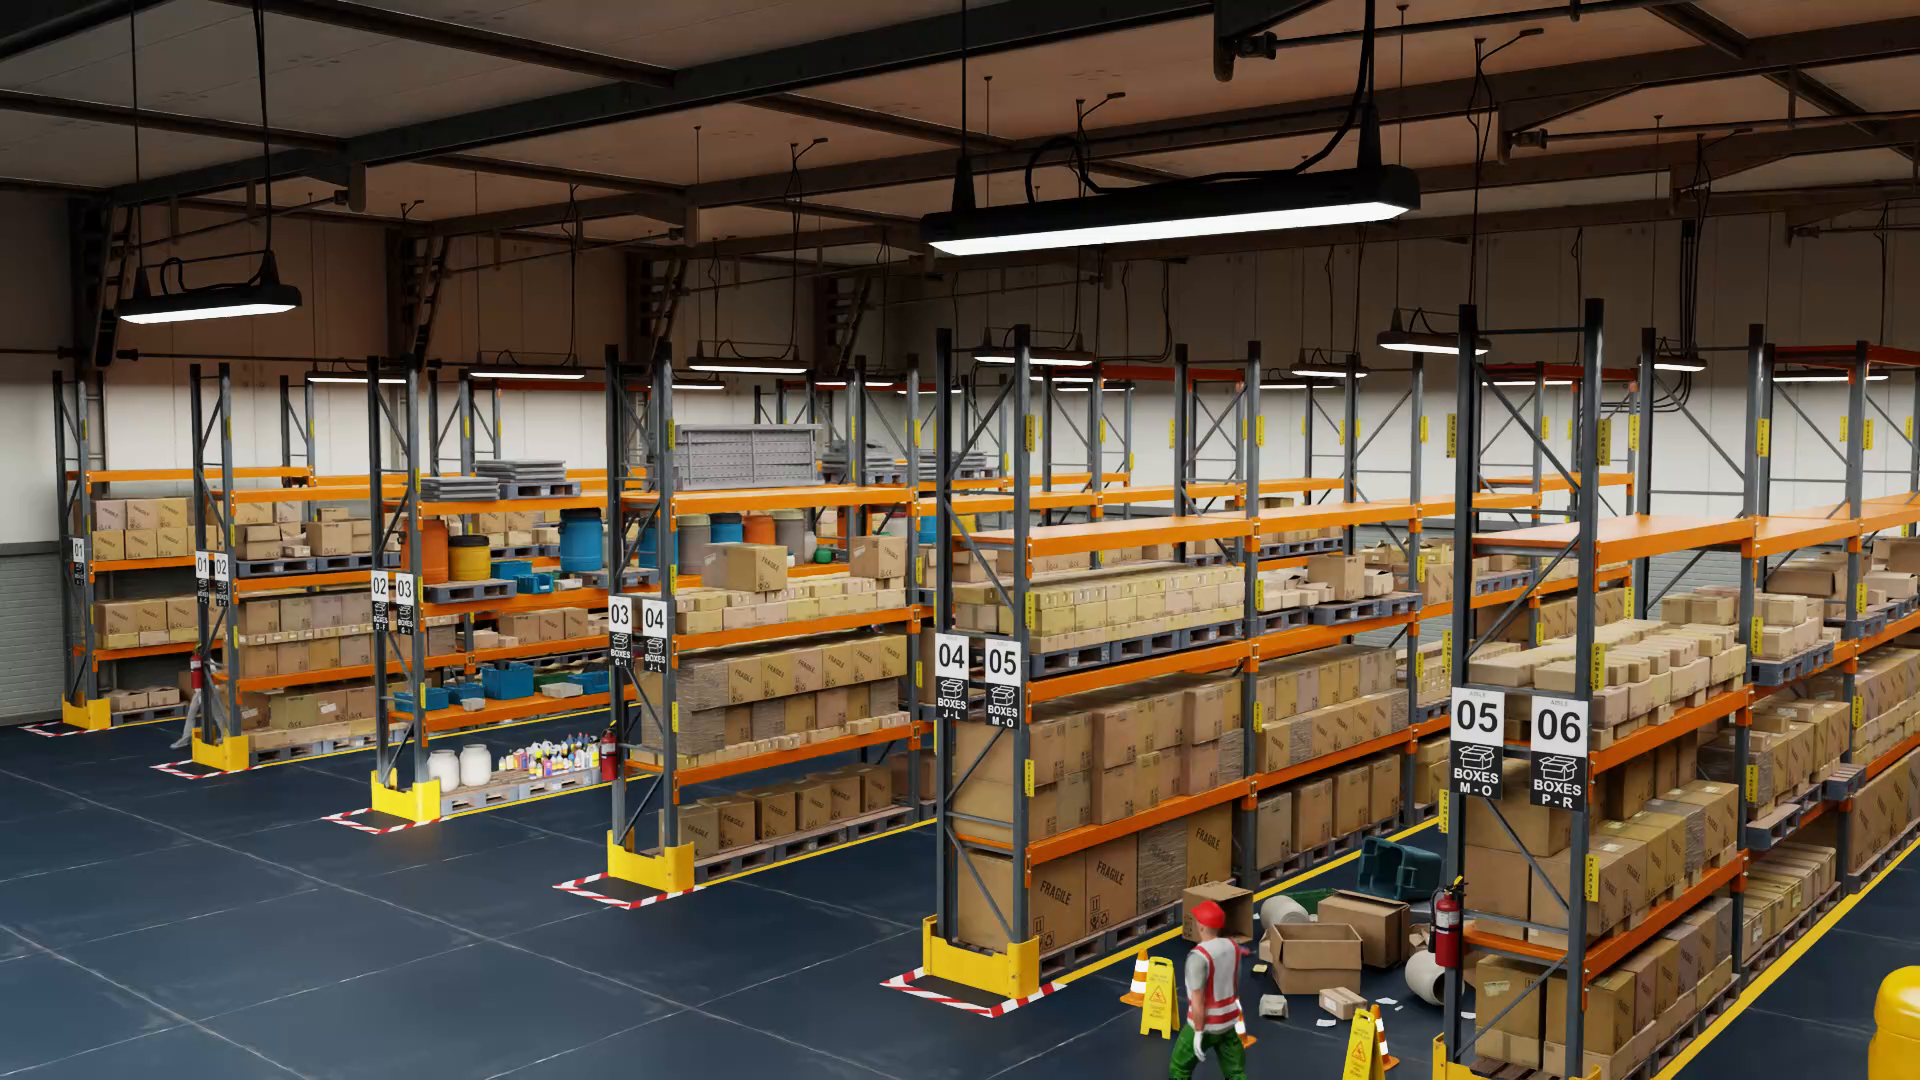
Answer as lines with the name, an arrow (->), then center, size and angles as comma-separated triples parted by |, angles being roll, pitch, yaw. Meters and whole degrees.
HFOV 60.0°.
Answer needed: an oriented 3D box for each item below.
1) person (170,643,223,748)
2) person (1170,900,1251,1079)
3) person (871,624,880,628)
person -> -11.989, 2.432, 26.290 | 0.507, 1.631, 0.885 | 2, 5, 26
person -> 1.795, 3.436, 11.820 | 1.075, 1.748, 0.537 | 4, 6, 44
person -> -2.227, 1.446, 40.650 | 0.701, 1.580, 0.535 | -3, 5, -40
